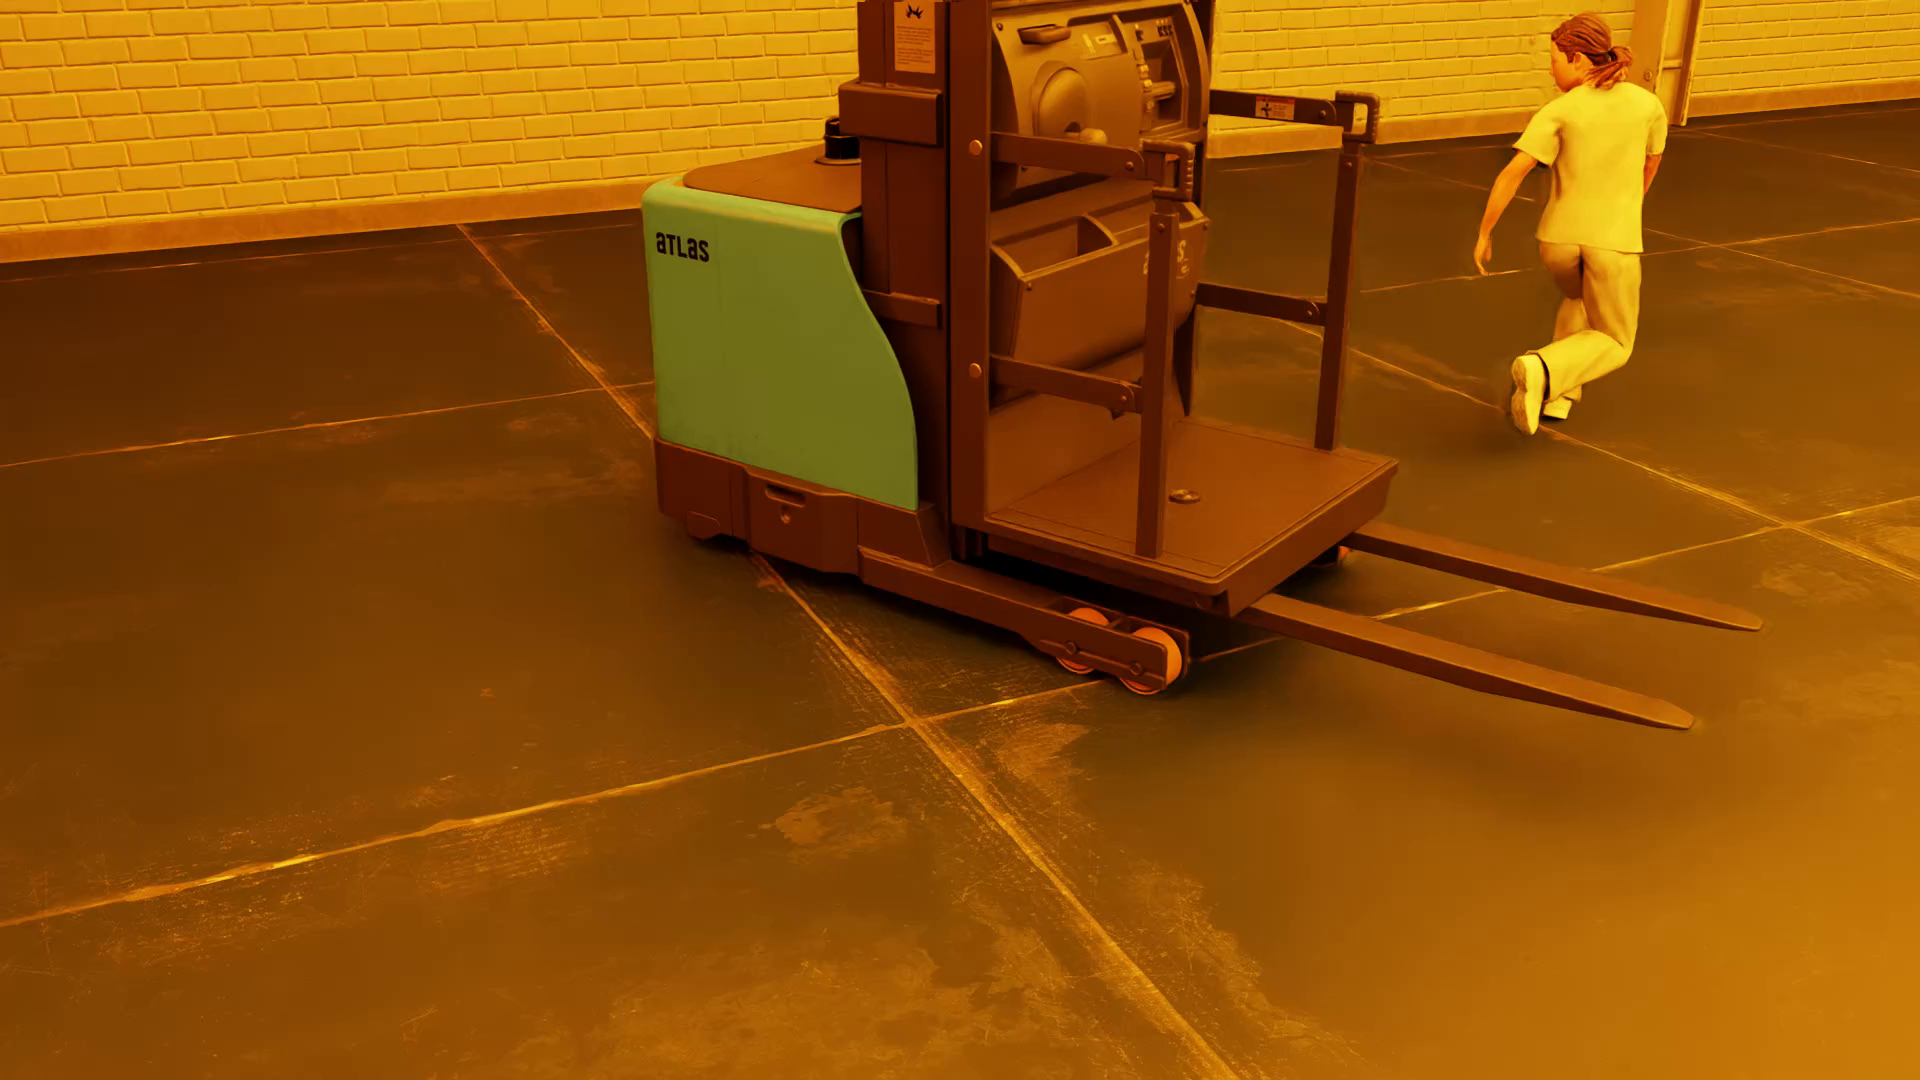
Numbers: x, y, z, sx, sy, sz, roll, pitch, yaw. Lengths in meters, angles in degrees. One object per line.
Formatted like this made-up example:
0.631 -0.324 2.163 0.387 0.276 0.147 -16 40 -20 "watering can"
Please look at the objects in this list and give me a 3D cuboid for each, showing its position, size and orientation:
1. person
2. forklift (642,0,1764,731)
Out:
2.151 -1.096 5.923 0.569 1.446 0.776 12 25 27 "person"
0.548 -1.195 4.164 3.031 2.935 1.130 16 27 34 "forklift"
